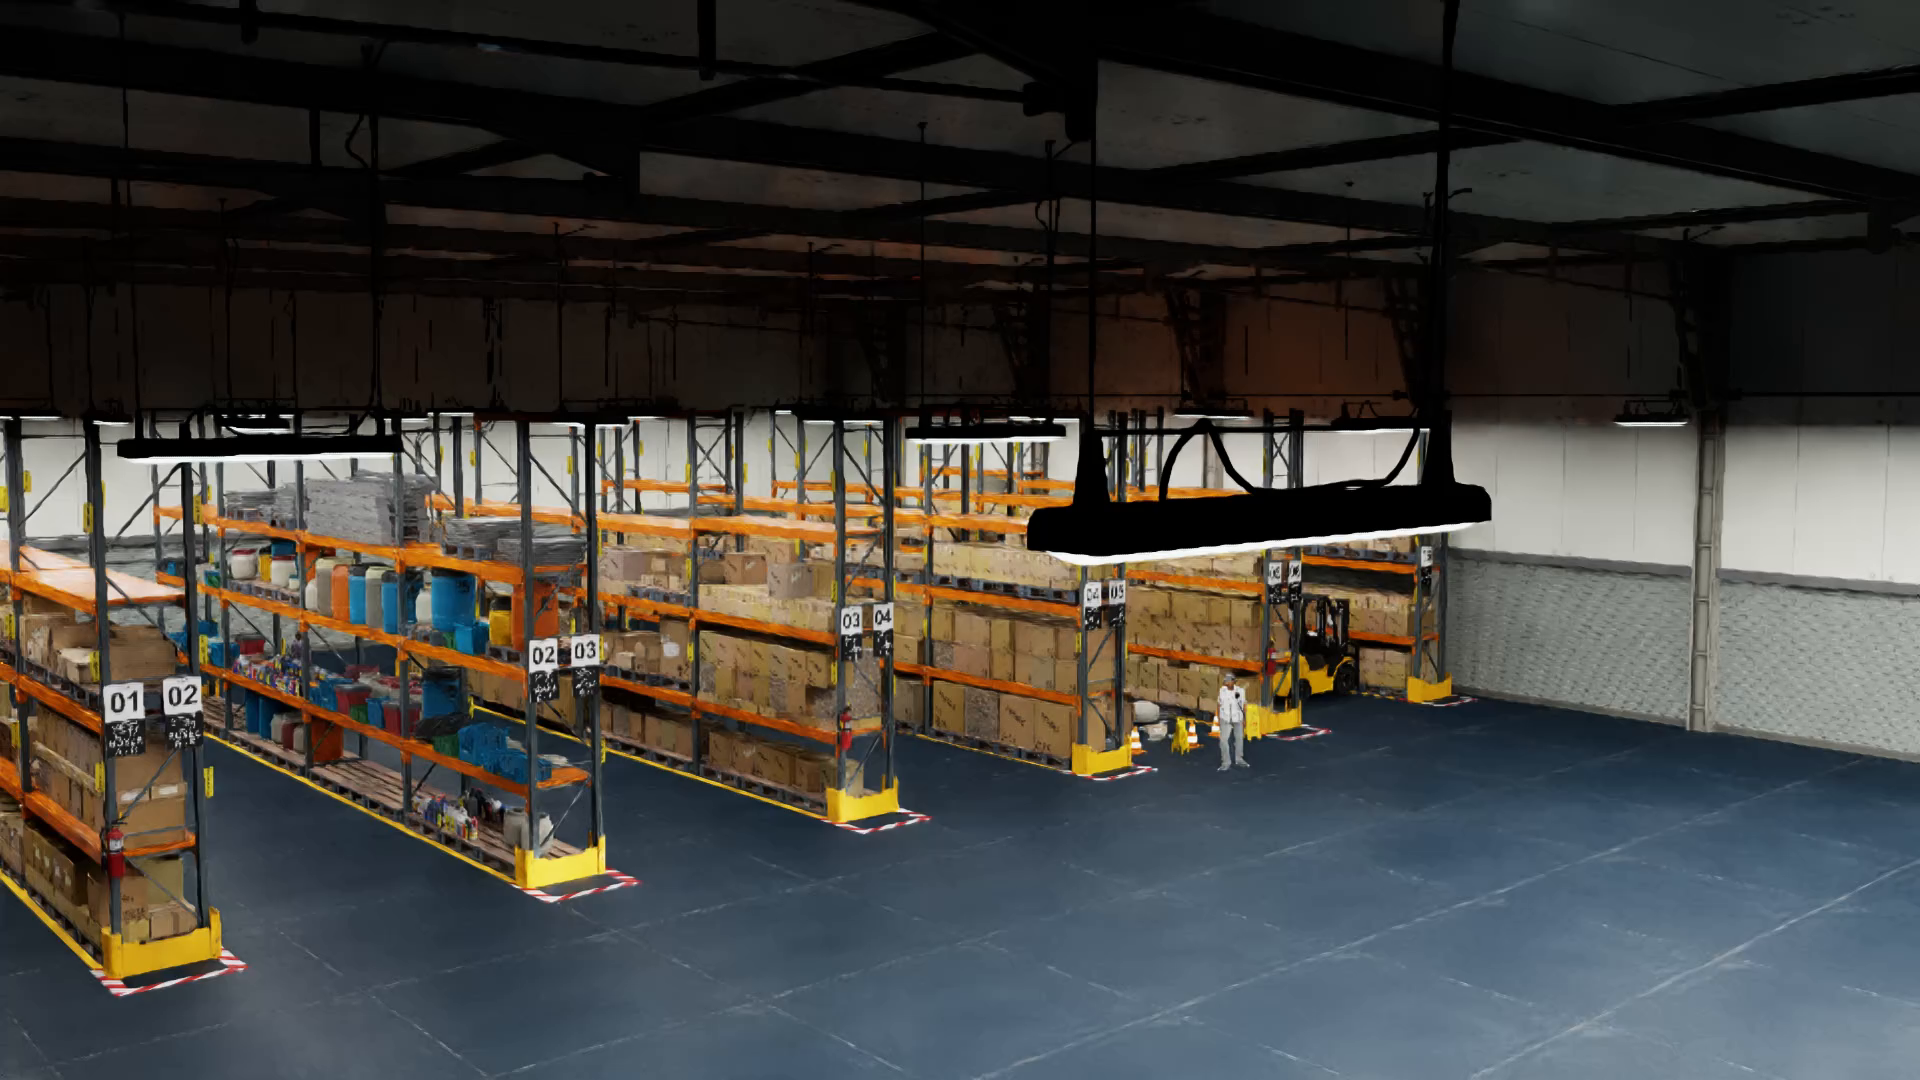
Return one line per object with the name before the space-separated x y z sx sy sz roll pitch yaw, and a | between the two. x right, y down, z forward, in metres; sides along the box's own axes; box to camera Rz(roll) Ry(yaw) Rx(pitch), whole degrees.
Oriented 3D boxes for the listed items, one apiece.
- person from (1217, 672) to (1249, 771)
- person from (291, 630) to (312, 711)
person | 4.610 3.047 28.105 0.542 1.653 0.561 1 5 16
person | -13.099 2.594 33.042 0.631 1.655 0.377 4 7 40
